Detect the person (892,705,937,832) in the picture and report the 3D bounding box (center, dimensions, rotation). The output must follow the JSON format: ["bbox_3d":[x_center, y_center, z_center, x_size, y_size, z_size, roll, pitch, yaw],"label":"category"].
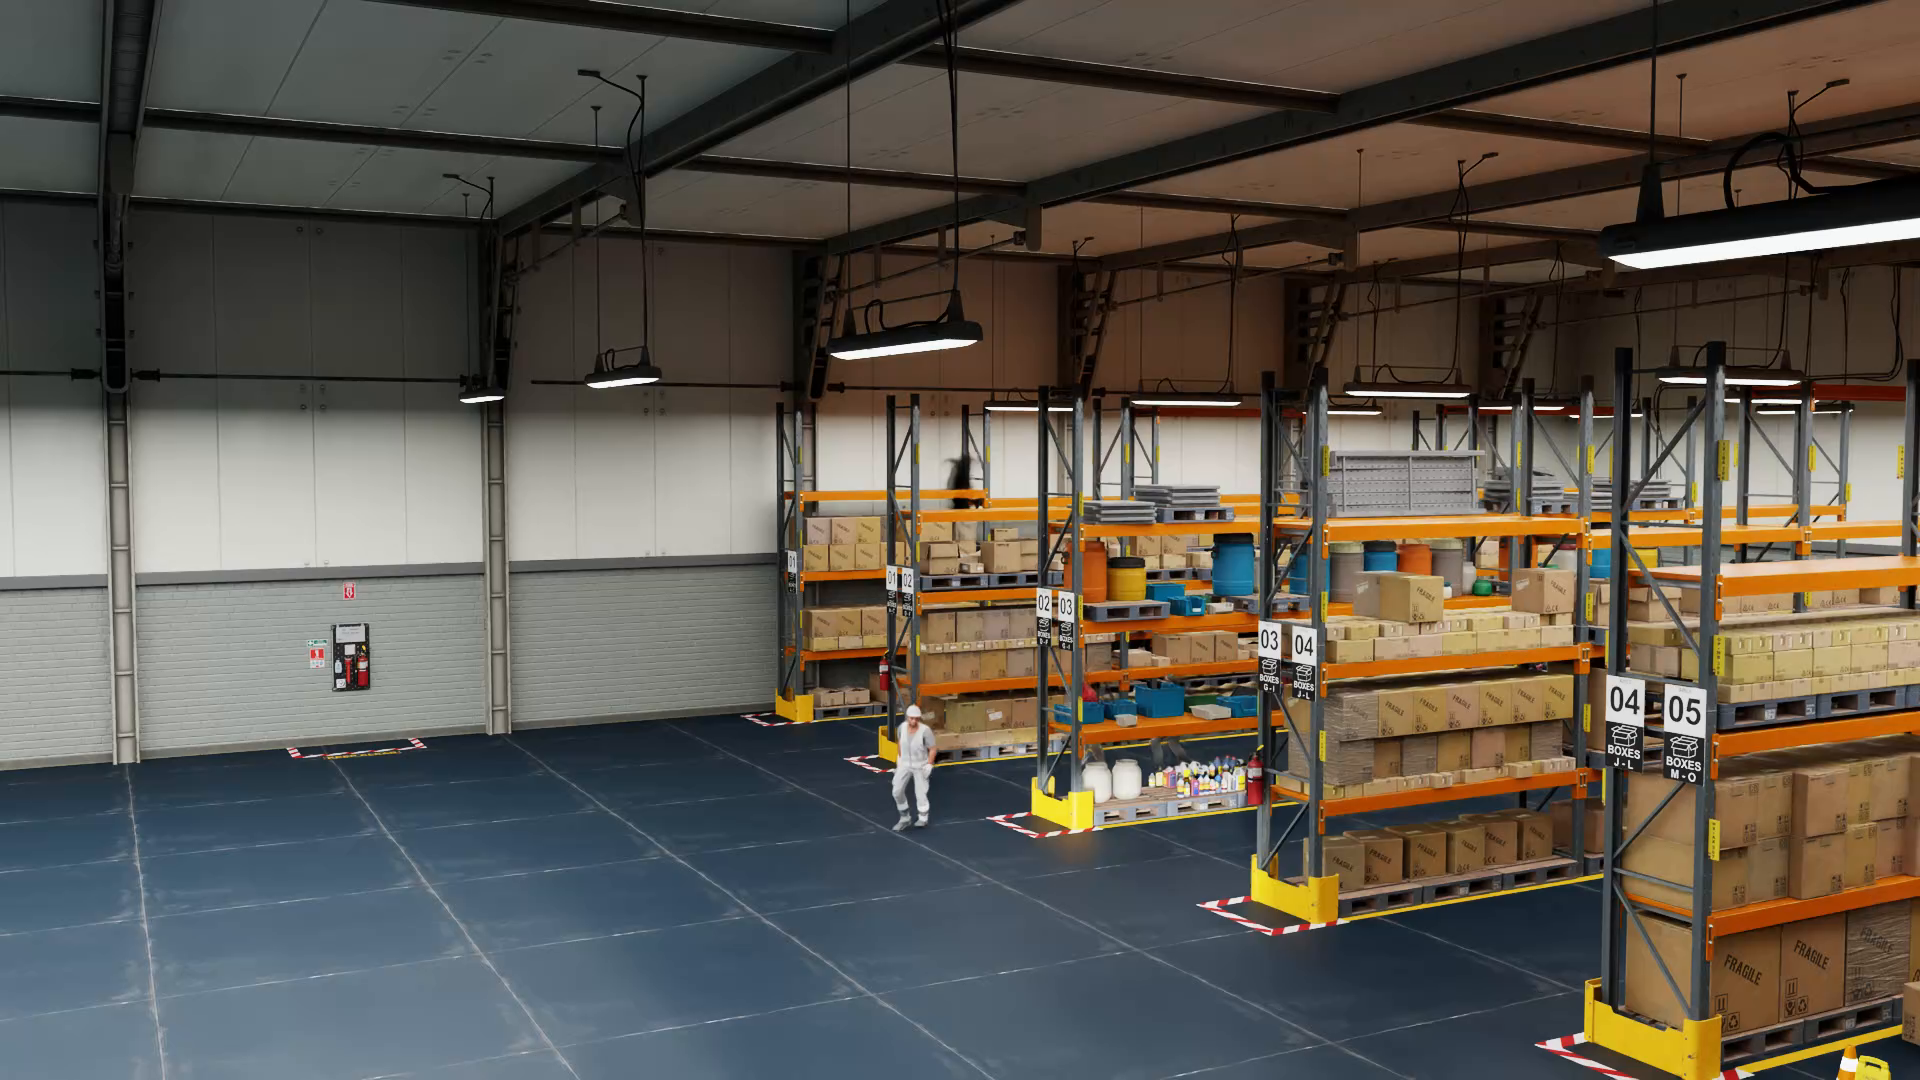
[{"bbox_3d":[-0.595,3.046,22.296,0.657,1.733,0.735,1,3,19],"label":"person"}]

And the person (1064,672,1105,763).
[{"bbox_3d":[1.977,2.858,26.342,0.676,1.607,0.993,3,4,44],"label":"person"}]

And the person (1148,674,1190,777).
[{"bbox_3d":[3.320,2.906,25.821,0.665,1.701,0.613,-1,3,-17],"label":"person"}]
